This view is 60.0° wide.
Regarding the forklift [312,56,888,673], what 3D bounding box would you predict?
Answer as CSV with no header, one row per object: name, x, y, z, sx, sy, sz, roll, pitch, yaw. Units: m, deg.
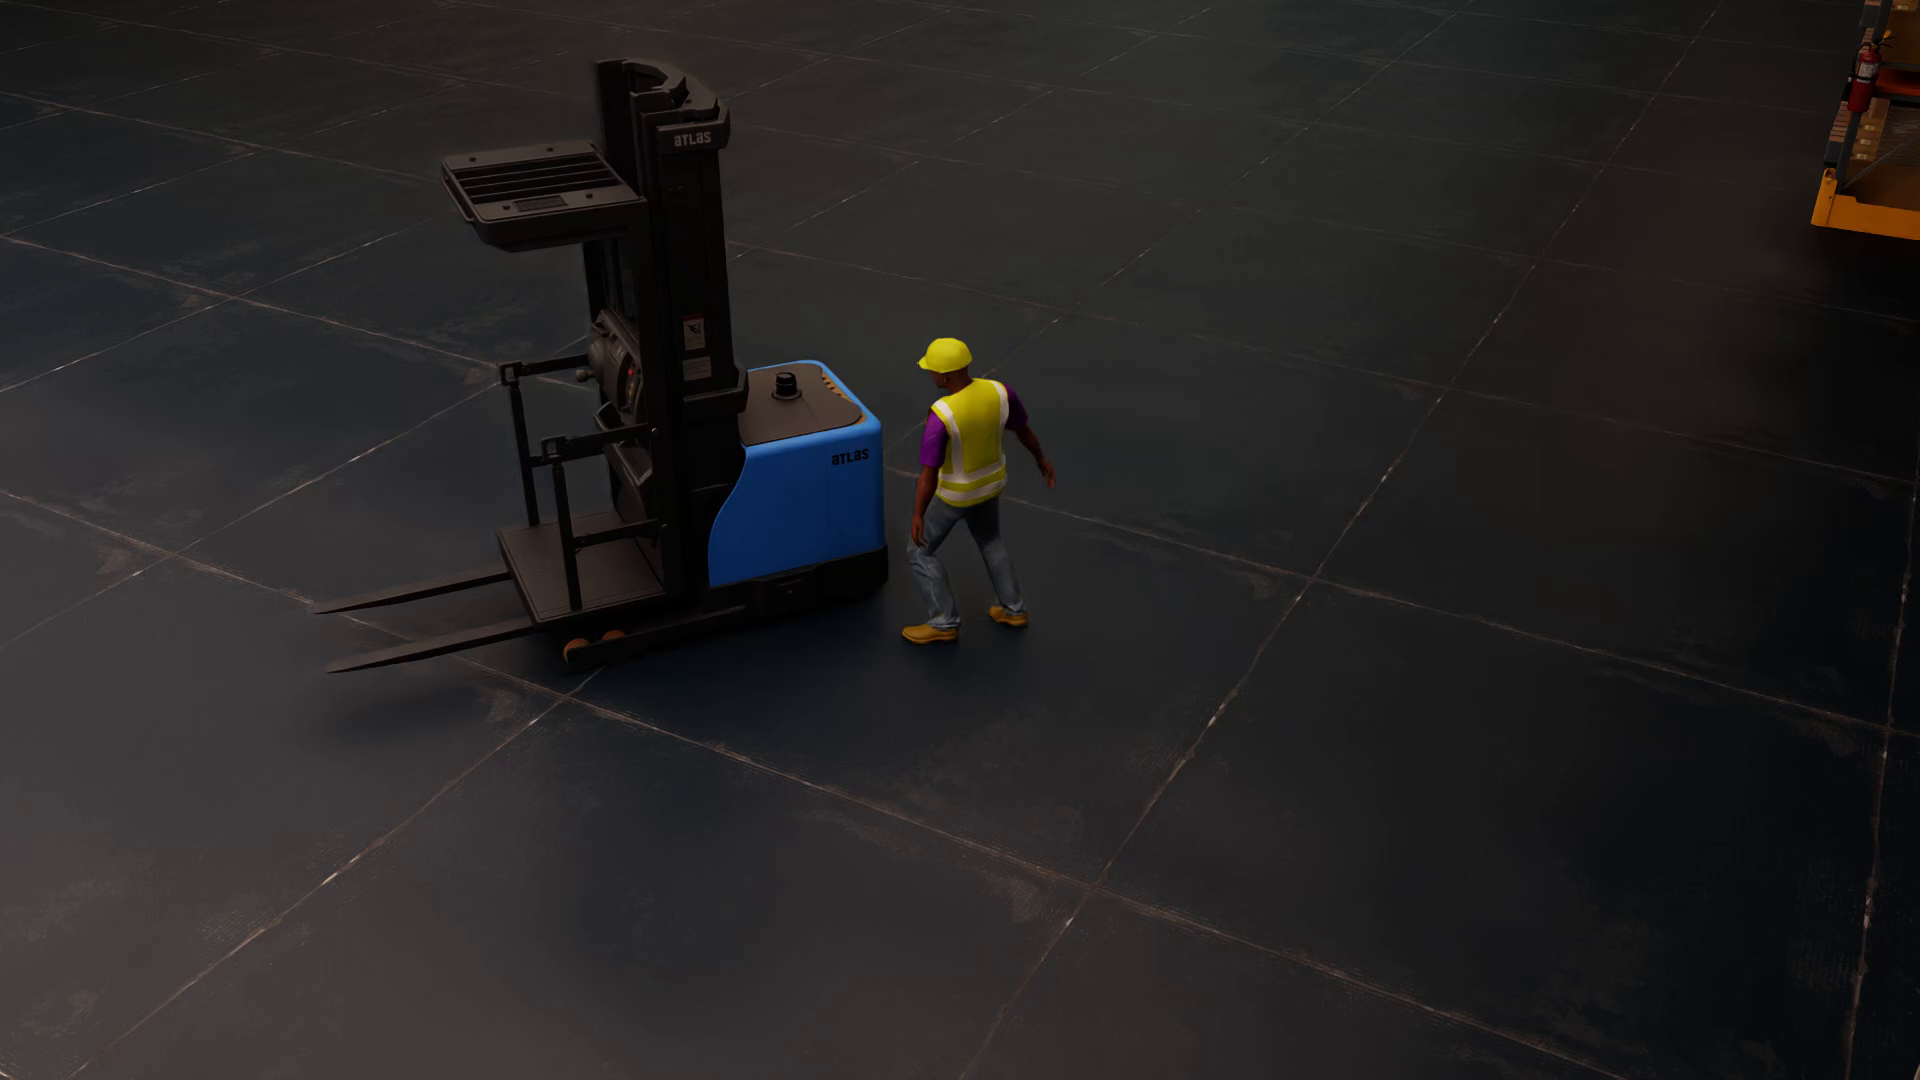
forklift,-1.968,-0.880,8.595,3.031,2.935,1.130,-13,32,-21

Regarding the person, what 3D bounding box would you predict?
person,0.106,-0.279,8.828,0.912,1.720,0.504,-19,35,-30
